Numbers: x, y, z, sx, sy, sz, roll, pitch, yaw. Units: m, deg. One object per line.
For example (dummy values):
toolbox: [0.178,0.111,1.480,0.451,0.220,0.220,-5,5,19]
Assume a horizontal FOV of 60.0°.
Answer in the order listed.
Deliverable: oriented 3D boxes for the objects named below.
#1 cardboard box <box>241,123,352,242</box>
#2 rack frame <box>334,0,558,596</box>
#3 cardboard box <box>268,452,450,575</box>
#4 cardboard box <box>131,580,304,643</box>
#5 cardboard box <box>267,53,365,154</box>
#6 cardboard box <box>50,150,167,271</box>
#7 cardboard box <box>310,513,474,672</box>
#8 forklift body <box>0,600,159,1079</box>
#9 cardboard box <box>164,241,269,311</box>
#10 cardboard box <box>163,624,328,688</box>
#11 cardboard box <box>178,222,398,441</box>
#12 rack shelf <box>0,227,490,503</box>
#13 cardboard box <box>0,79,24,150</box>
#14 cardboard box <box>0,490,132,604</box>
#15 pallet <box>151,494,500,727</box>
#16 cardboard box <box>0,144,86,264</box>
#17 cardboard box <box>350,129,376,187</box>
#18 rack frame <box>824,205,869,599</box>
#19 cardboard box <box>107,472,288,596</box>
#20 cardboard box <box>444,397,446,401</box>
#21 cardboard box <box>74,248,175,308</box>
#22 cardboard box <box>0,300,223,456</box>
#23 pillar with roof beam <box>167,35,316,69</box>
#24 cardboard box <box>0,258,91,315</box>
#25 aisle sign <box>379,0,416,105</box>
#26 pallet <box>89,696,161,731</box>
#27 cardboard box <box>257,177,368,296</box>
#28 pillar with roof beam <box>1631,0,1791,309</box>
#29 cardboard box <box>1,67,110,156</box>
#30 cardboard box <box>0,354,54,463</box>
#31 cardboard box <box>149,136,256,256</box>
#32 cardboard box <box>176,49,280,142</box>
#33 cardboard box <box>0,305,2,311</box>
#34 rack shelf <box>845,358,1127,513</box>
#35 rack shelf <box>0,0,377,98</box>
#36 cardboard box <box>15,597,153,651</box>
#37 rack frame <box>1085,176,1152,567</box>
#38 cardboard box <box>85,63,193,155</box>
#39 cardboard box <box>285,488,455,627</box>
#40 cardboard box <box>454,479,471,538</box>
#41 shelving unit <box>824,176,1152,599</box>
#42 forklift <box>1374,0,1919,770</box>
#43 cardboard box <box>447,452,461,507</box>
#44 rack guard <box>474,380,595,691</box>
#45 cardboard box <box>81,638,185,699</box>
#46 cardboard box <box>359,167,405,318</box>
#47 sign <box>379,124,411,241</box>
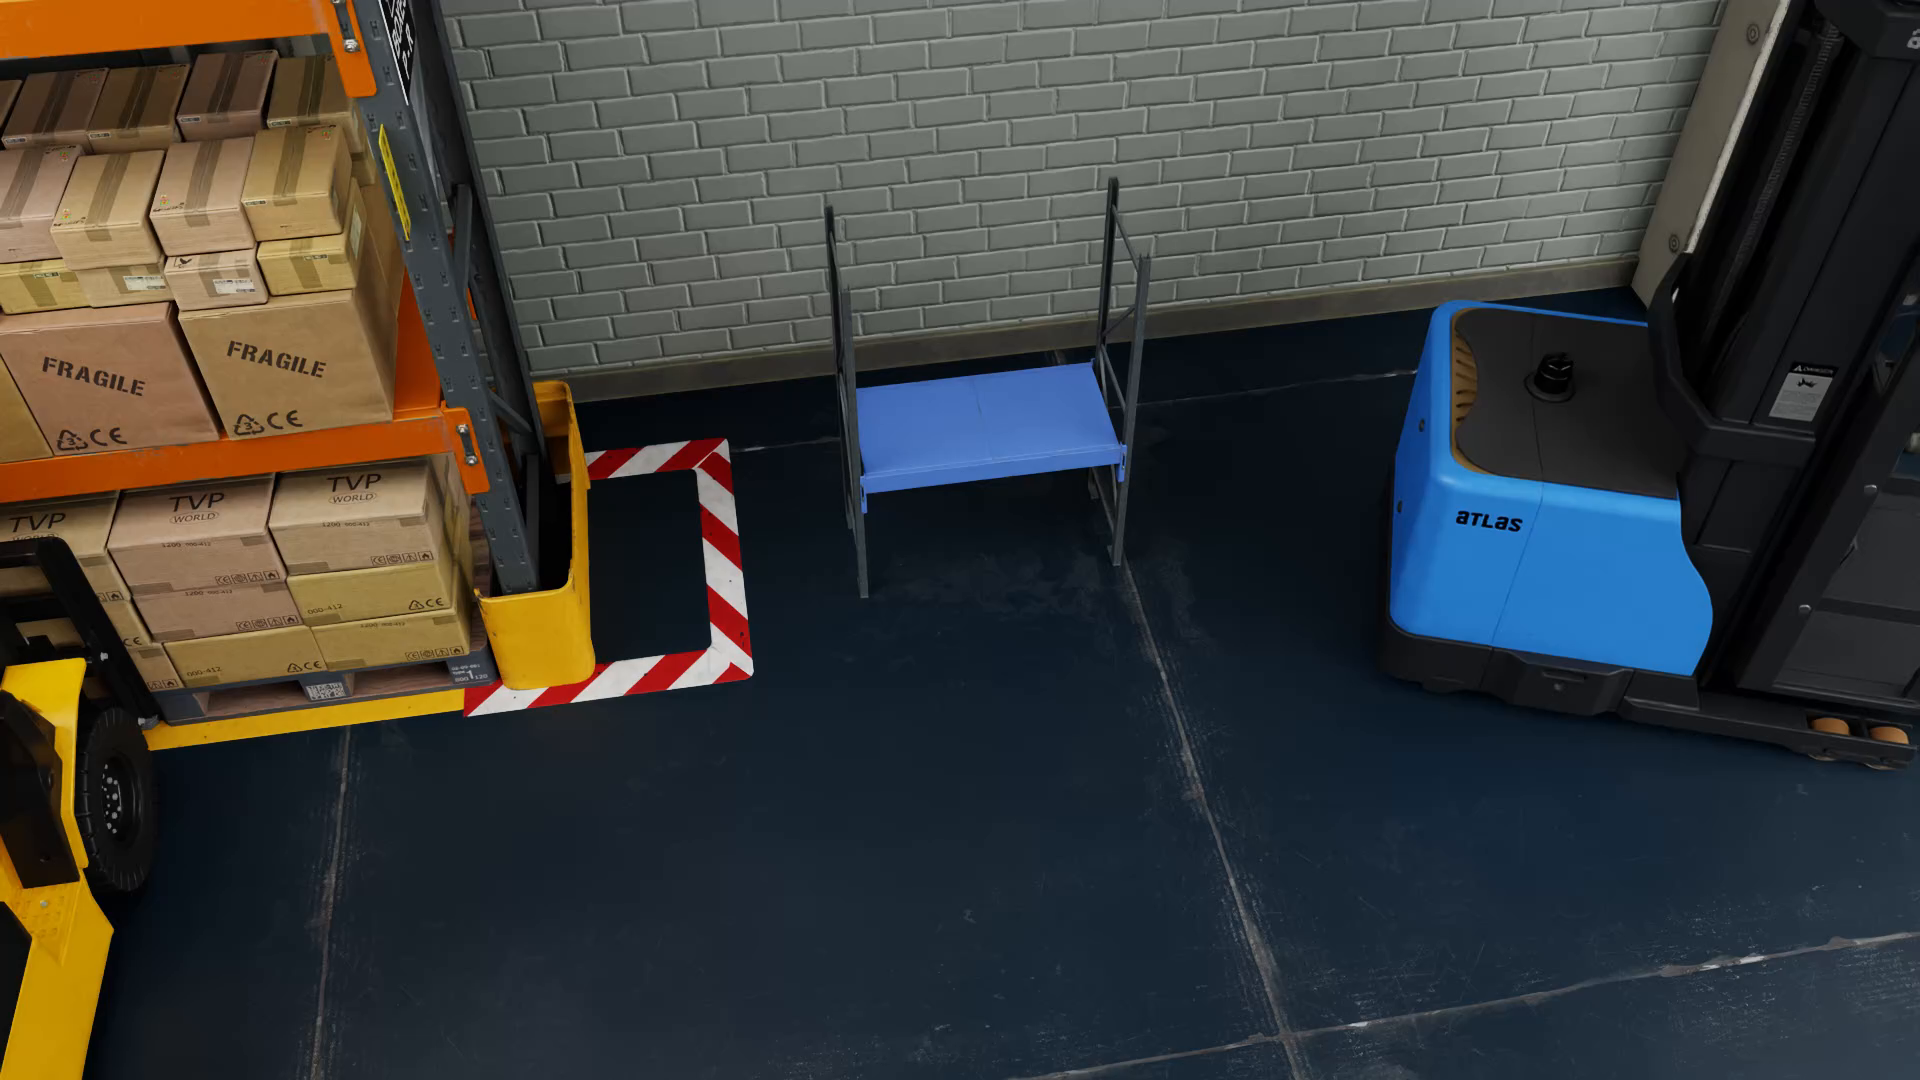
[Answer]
cardboard box: [-1.979,-1.073,4.975,0.250,0.149,0.380,-7,46,-7]
rack frame: [-1.662,-0.904,5.538,0.127,3.000,1.000,-7,46,-7]
cardboard box: [-2.063,-0.164,5.749,0.500,0.250,0.500,-6,46,-5]
cardboard box: [-2.584,0.067,5.873,0.500,0.250,0.500,-8,47,-7]
cardboard box: [-2.030,-1.377,5.267,0.250,0.149,0.380,-8,47,-8]
cardboard box: [-2.470,-0.969,4.875,0.250,0.149,0.380,-6,46,-6]
cardboard box: [-2.071,0.187,6.105,0.500,0.250,0.500,-7,46,-7]
forklift body: [-3.220,0.918,4.372,1.214,2.155,2.313,-7,46,-7]
cardboard box: [-2.203,-0.870,4.985,0.250,0.149,0.380,-6,46,-6]
cardboard box: [-2.563,0.241,6.053,0.500,0.250,0.500,-7,46,-7]
cardboard box: [-2.102,-0.692,5.264,0.500,0.500,0.500,-8,47,-8]
rack shelf: [-3.633,-0.408,5.560,4.000,0.370,1.077,-7,46,-7]
cardboard box: [-3.053,-1.256,5.151,0.250,0.149,0.380,-6,46,-6]
cardboard box: [-3.060,-0.028,5.618,0.500,0.250,0.500,-7,46,-6]
pallet: [-2.409,0.187,6.423,1.213,0.211,1.003,-7,46,-7]
cardboard box: [-2.728,-0.992,4.896,0.250,0.149,0.380,-7,46,-7]
cardboard box: [-2.041,-1.306,5.405,0.250,0.149,0.380,-8,47,-8]
rack frame: [-0.417,-0.468,6.160,0.032,1.500,0.500,-7,46,-7]
cardboard box: [-2.565,-0.097,5.684,0.500,0.250,0.500,-6,46,-6]
cardboard box: [-2.168,-0.518,6.089,0.500,0.250,0.500,-8,47,-7]
cardboard box: [-2.469,-0.881,4.996,0.250,0.149,0.380,-6,46,-6]
cardboard box: [-2.615,-0.634,5.209,0.500,0.500,0.500,-6,46,-6]
pillar with roof beam: [-1.768,-0.484,0.968,0.400,9.000,9.100,-7,46,-7]
cardboard box: [-2.715,-0.859,4.975,0.250,0.149,0.380,-7,47,-7]
aisle sign: [-1.547,-1.605,4.408,0.004,0.787,0.394,-7,46,-7]
pallet: [-3.608,0.335,6.281,1.213,0.211,1.003,-7,46,-7]
cardboard box: [-1.956,-0.922,5.036,0.250,0.149,0.380,-6,46,-6]
pillar with roof beam: [4.144,-1.221,1.678,0.400,9.000,9.100,-7,46,-7]
cardboard box: [-2.797,-1.306,5.199,0.250,0.149,0.380,-7,46,-7]
cardboard box: [-3.120,-0.571,5.148,0.500,0.500,0.500,-8,47,-8]
cardboard box: [-2.217,-1.021,4.924,0.250,0.149,0.380,-7,46,-7]
cardboard box: [-2.302,-1.389,5.279,0.250,0.149,0.380,-6,46,-5]
cardboard box: [-2.970,-0.792,4.911,0.250,0.149,0.380,-8,47,-8]
rack shelf: [0.084,-0.406,6.350,1.000,0.185,0.538,-7,46,-7]
rack shelf: [-3.633,-1.449,4.480,4.000,0.370,1.077,-7,46,-7]
cardboard box: [-3.090,0.145,5.798,0.500,0.250,0.500,-8,47,-8]
rack frame: [0.585,-0.593,6.280,0.032,1.500,0.500,-7,46,-7]
cardboard box: [-2.551,-1.326,5.218,0.250,0.149,0.380,-6,46,-6]
cardboard box: [-2.088,0.013,5.925,0.500,0.250,0.500,-8,47,-7]
cardboard box: [-2.179,-0.174,6.452,0.500,0.250,0.500,-7,46,-7]
shelving unit: [0.084,-0.531,6.220,1.048,1.500,0.538,-7,46,-7]
forklift: [3.123,-0.615,5.307,3.031,2.935,1.130,8,47,8]
cardboard box: [-2.161,-0.358,6.283,0.500,0.250,0.500,-6,46,-6]
rack guard: [-1.638,-0.039,6.441,0.348,0.500,1.175,-7,46,-7]
cardboard box: [-3.057,0.296,6.000,0.500,0.250,0.500,-7,46,-6]
cardboard box: [-2.198,-1.075,5.633,0.500,0.500,0.500,-6,46,-5]
sign: [-1.583,-1.001,4.663,0.005,0.325,0.100,-7,46,-7]
